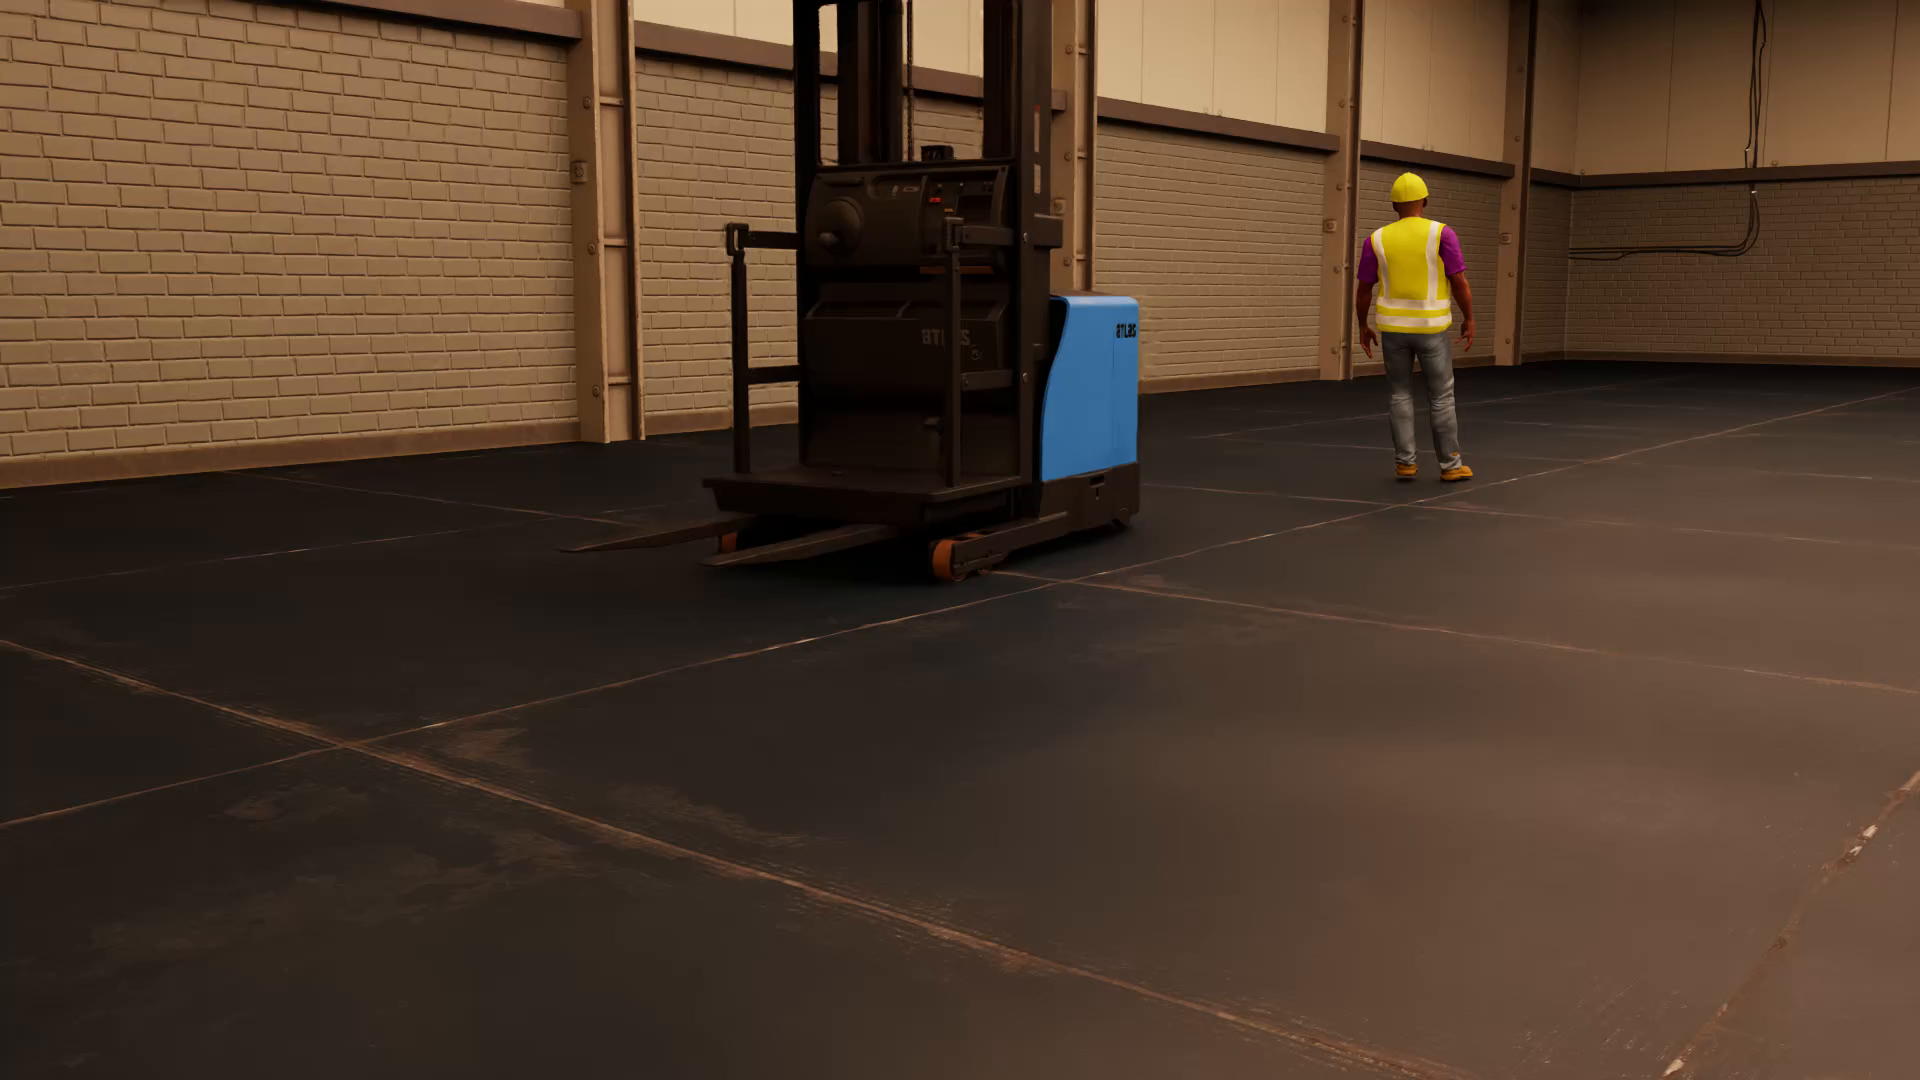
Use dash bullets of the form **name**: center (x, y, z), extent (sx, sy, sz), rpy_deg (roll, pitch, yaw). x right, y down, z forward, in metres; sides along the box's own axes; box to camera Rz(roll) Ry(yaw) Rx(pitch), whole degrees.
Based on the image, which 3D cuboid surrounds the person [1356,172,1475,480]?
- **person**: center (2.658, -1.234, 9.681), extent (0.665, 1.762, 0.588), rpy_deg (4, 9, 26)

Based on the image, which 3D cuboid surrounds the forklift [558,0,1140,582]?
- **forklift**: center (-0.327, -1.364, 6.600), extent (1.130, 2.935, 3.031), rpy_deg (5, 10, 29)
